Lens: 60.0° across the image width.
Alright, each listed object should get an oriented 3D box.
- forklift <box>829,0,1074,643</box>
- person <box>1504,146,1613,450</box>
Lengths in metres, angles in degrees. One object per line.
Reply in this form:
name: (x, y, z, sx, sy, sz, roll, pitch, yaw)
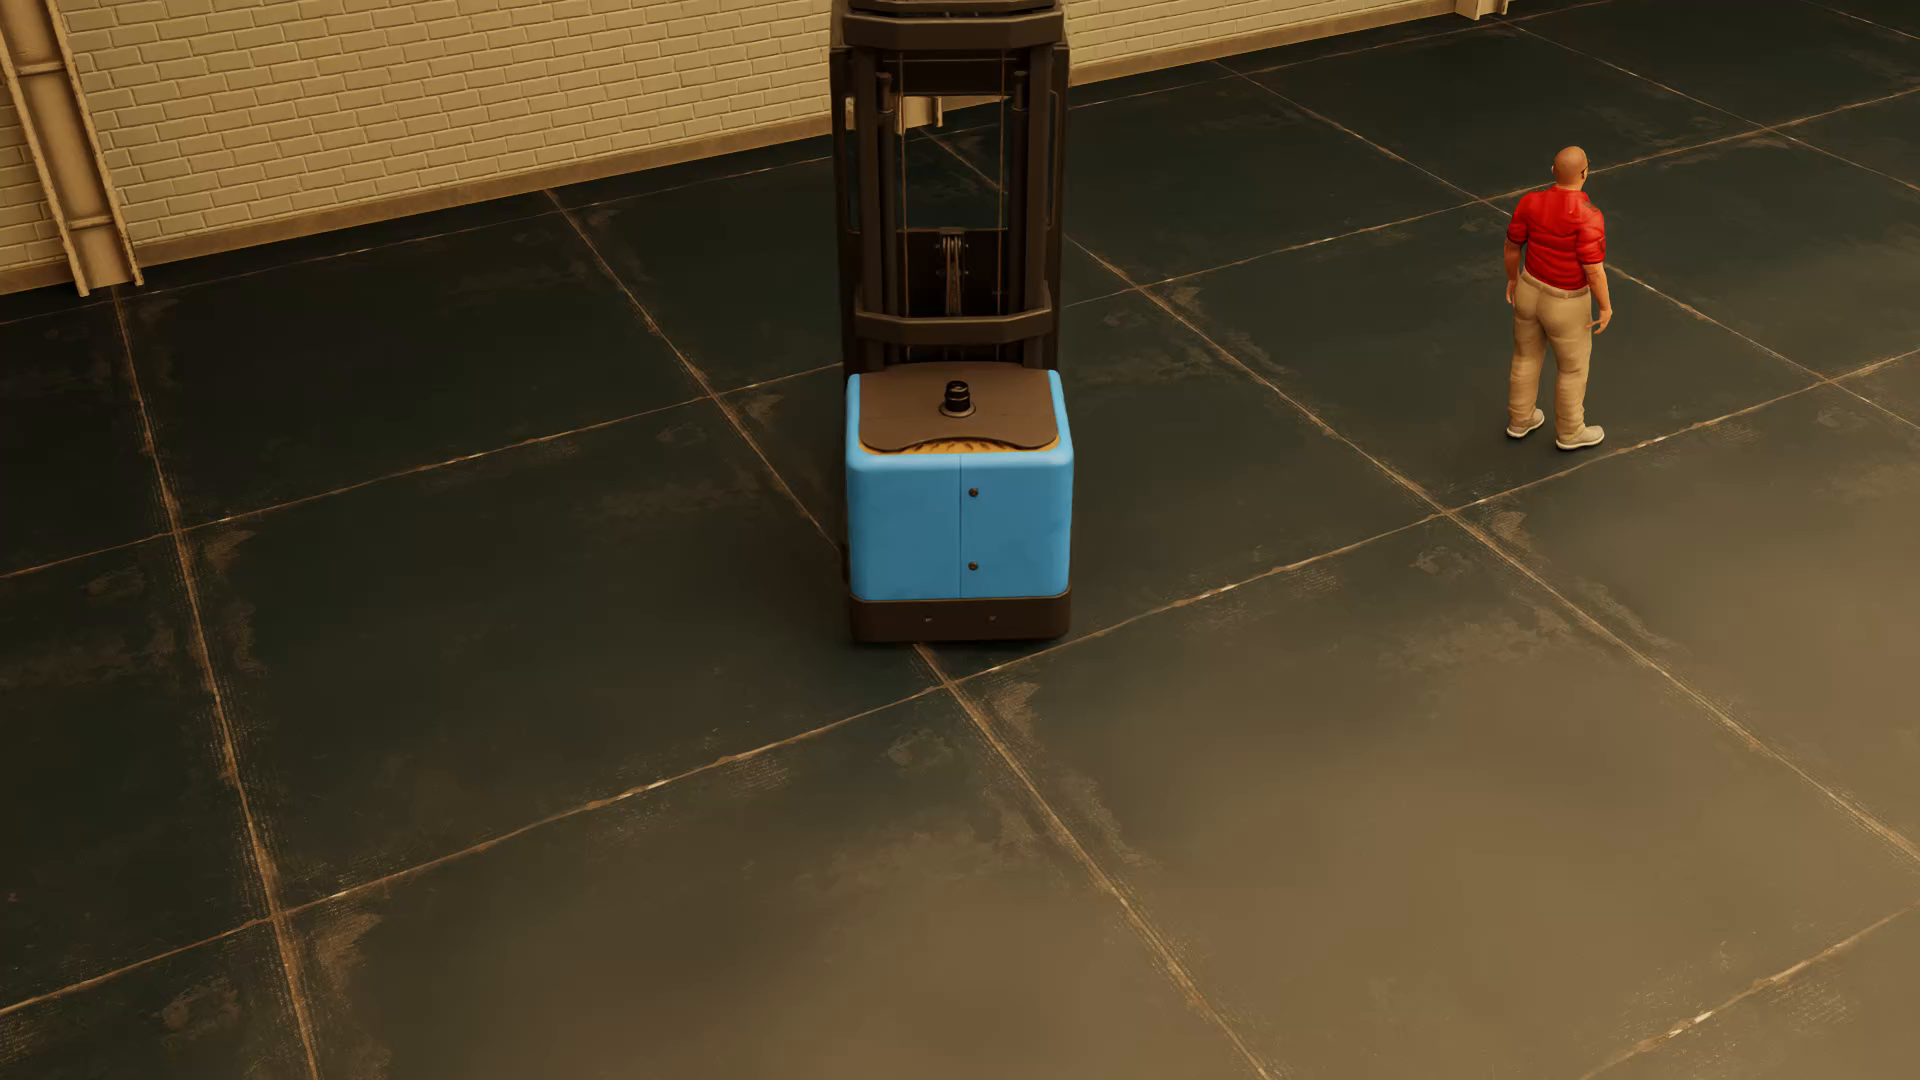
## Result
forklift: (-0.060, -1.537, 8.297, 1.130, 2.935, 3.031, -1, 35, -2)
person: (3.278, -1.325, 9.028, 0.551, 1.727, 0.640, -25, 42, -31)
